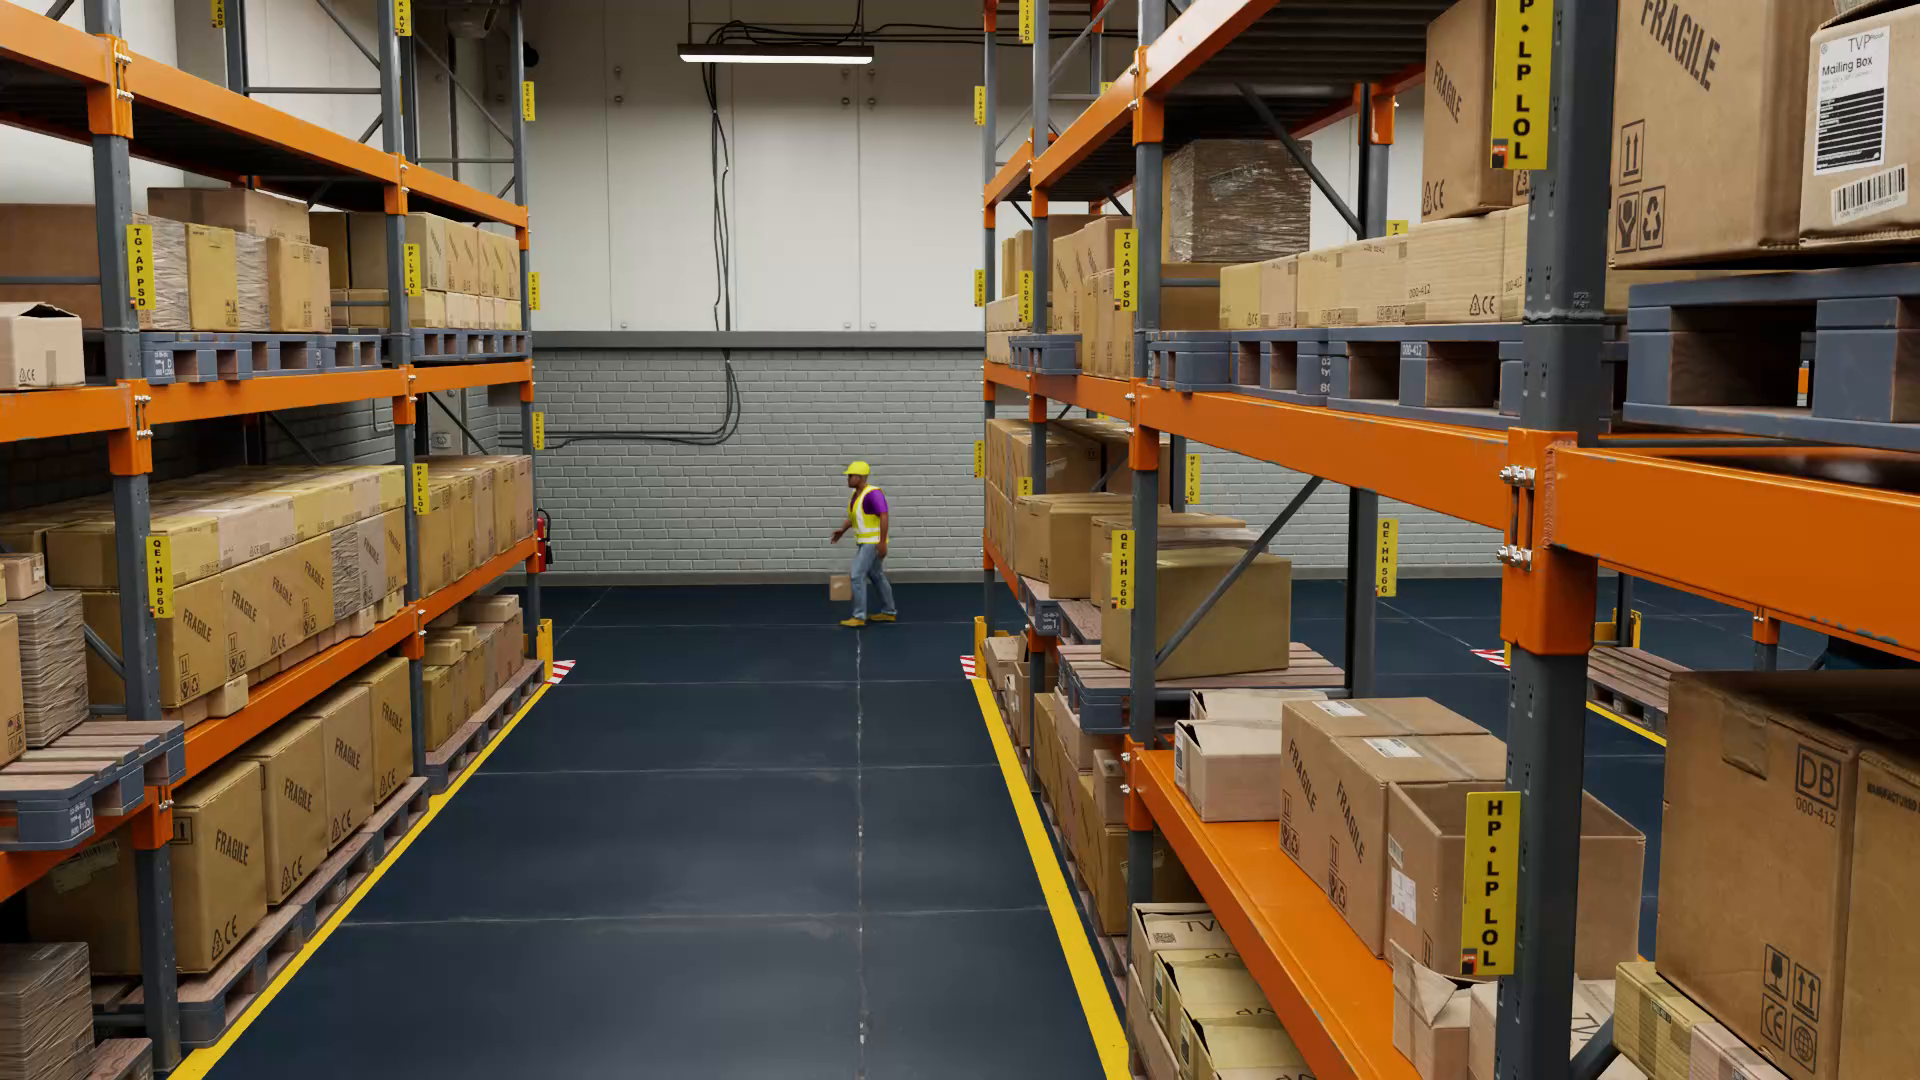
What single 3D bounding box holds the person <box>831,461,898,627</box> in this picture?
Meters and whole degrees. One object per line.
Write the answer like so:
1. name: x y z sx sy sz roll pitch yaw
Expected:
1. person: -0.991 0.031 17.494 0.735 1.724 0.670 -2 7 -19
